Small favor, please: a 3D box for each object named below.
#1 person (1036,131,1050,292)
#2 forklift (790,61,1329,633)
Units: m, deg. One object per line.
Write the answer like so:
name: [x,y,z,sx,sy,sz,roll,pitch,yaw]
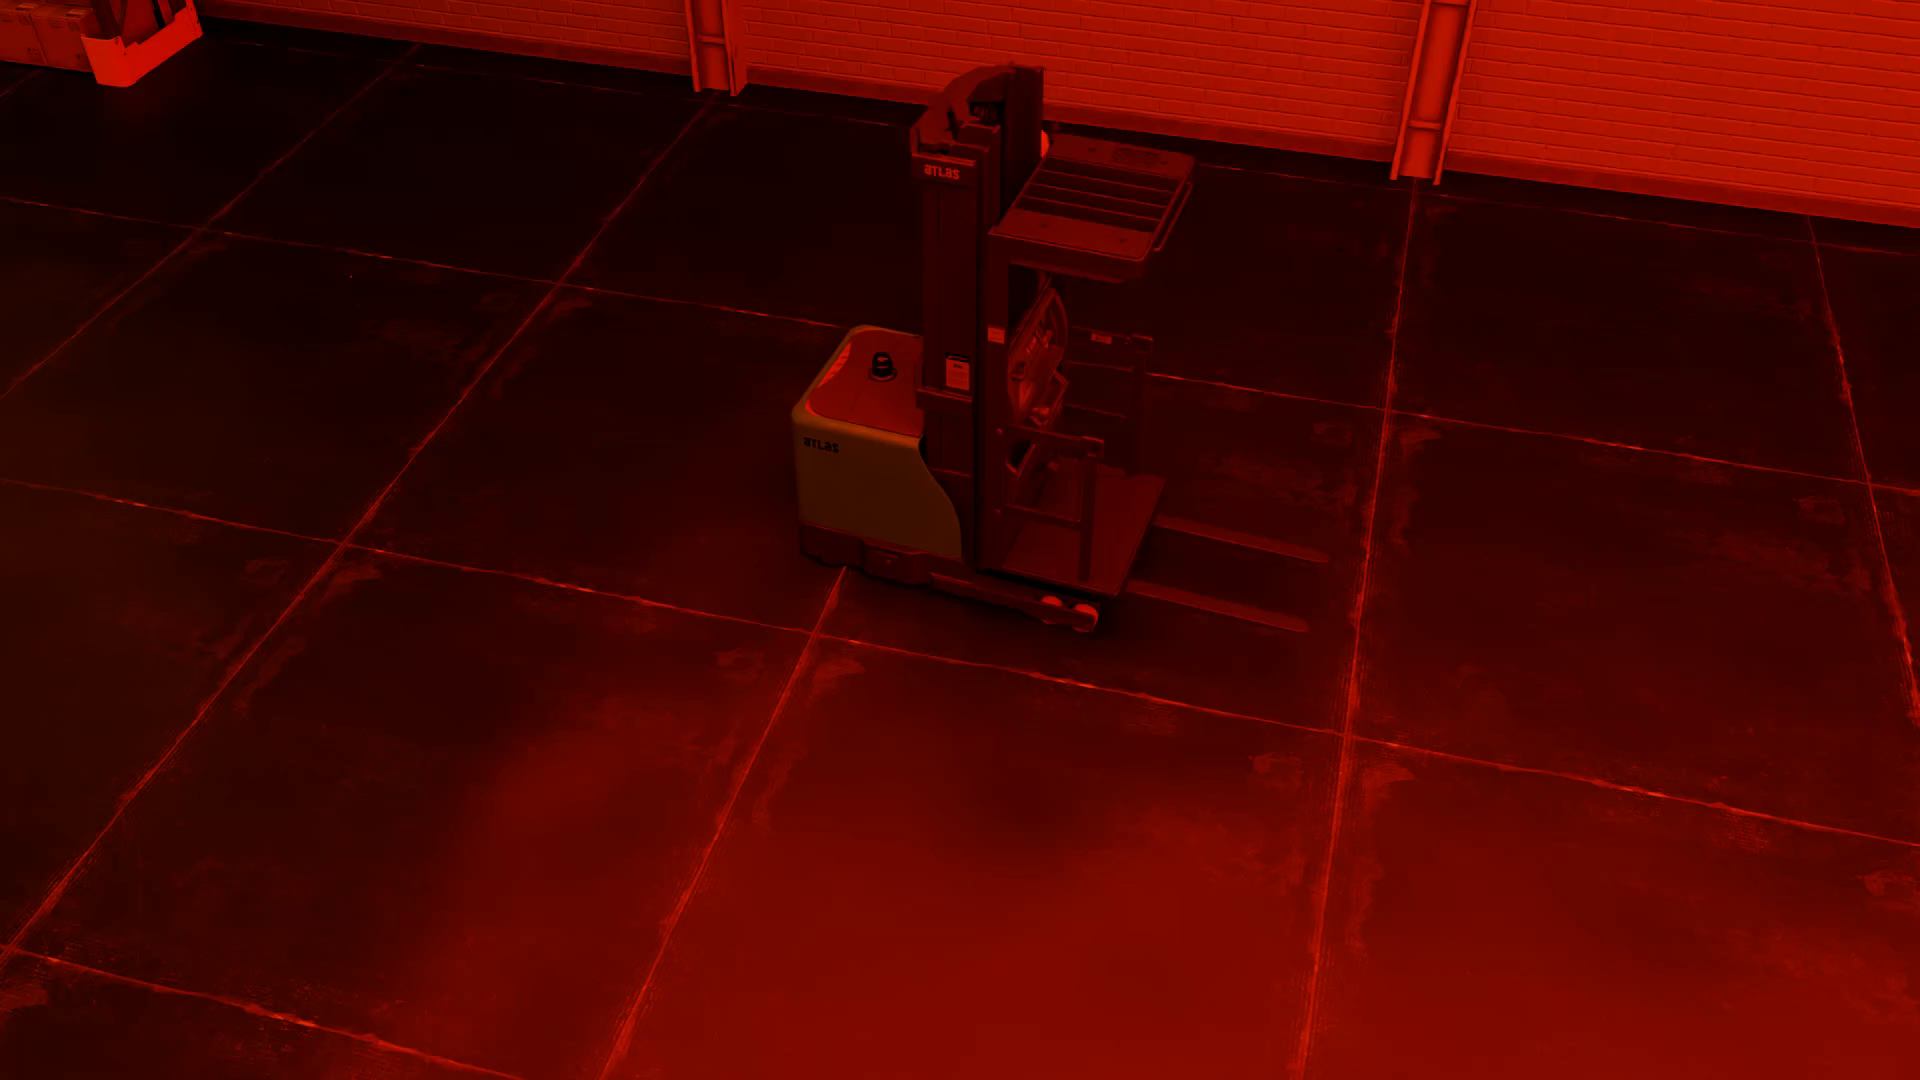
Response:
person: [0.471,-1.880,10.897,0.427,1.759,0.786,9,42,11]
forklift: [0.606,-0.972,8.971,3.031,2.935,1.130,13,43,15]
